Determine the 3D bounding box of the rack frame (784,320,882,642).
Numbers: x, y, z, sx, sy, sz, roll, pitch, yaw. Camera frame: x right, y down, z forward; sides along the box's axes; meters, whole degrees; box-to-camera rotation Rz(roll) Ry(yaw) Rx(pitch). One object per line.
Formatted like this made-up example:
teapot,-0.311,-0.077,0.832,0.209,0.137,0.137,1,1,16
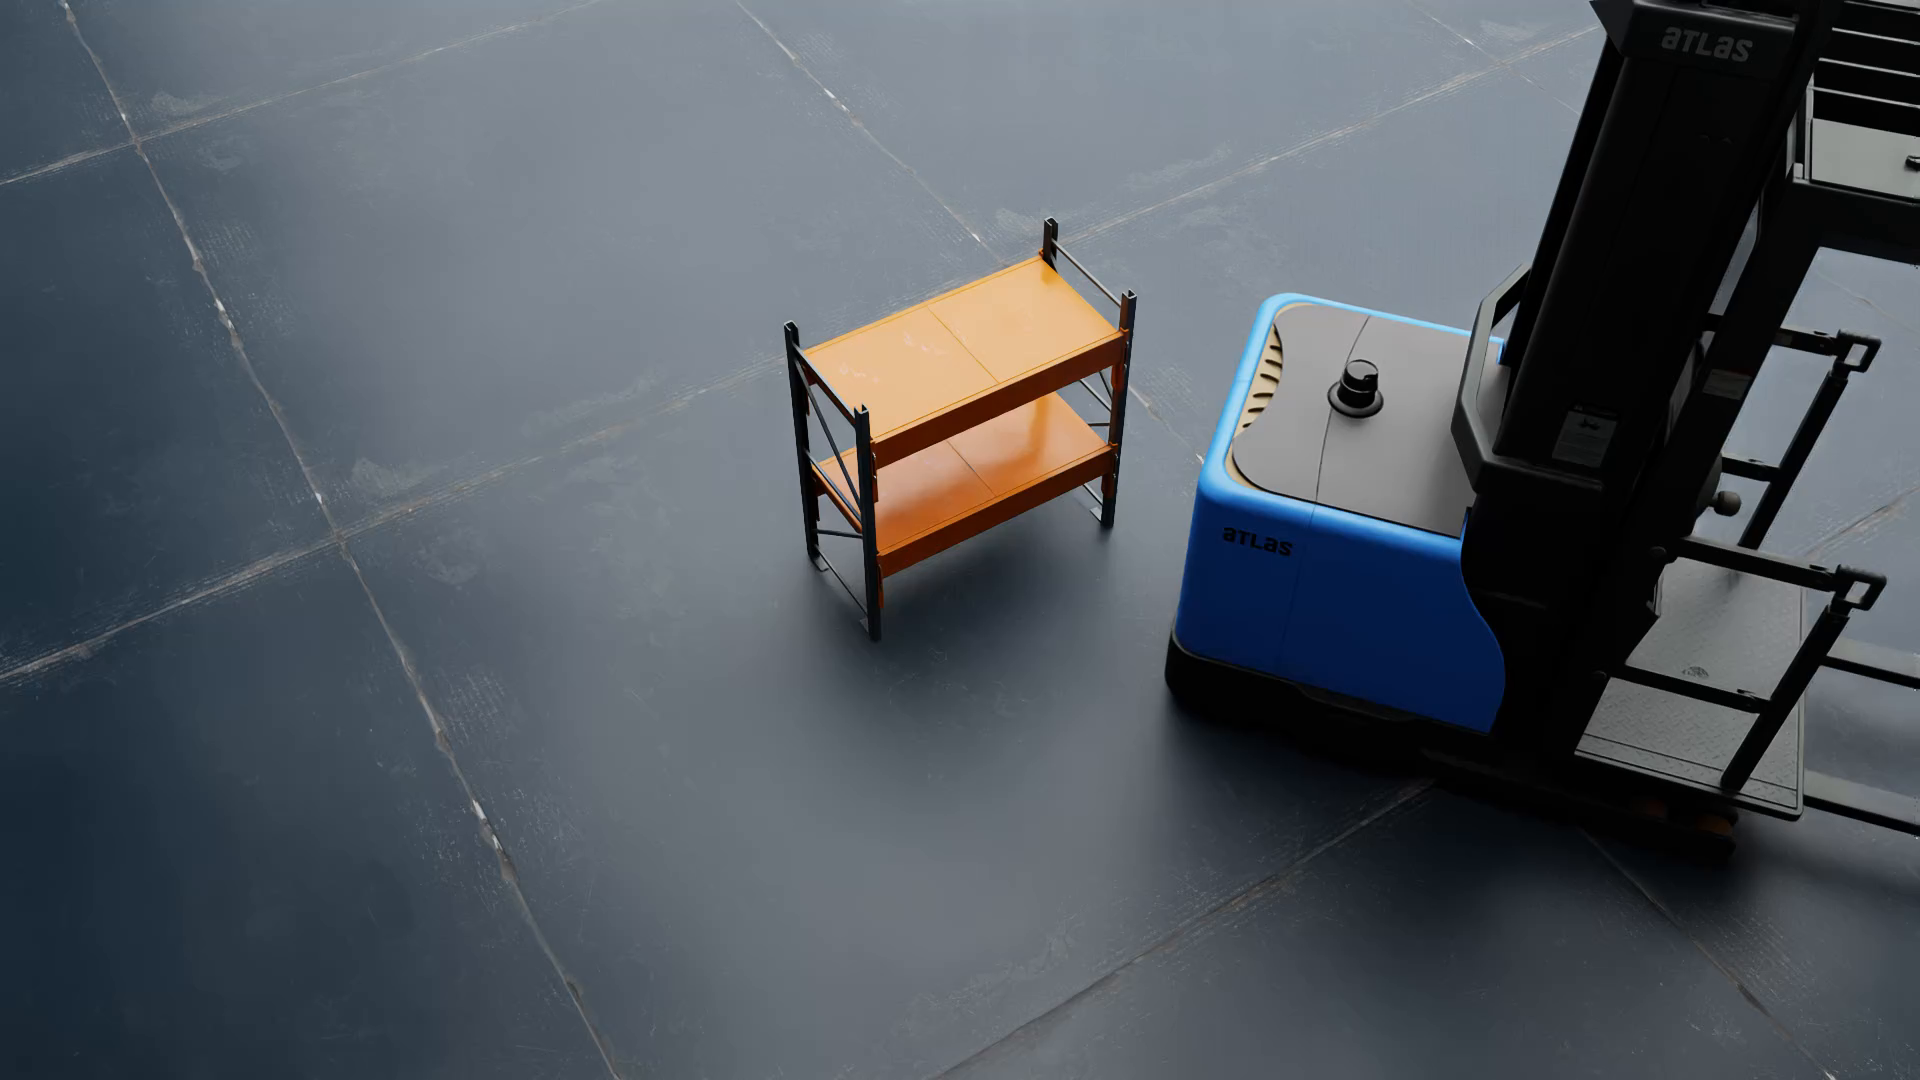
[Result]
rack frame,-0.424,-0.174,5.652,0.032,1.125,0.500,-25,53,-21

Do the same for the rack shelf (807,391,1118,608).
rack shelf,0.006,-0.214,6.015,1.000,0.278,0.538,-25,53,-21

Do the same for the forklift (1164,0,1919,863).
forklift,2.279,-0.399,4.643,3.031,2.935,1.130,15,50,13

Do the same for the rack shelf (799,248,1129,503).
rack shelf,0.006,-0.571,5.614,1.000,0.278,0.538,-25,53,-21

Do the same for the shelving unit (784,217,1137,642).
shelving unit,0.006,-0.377,5.832,1.048,1.125,0.538,-25,53,-21

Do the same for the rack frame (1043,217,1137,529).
rack frame,0.436,-0.579,6.013,0.032,1.125,0.500,-25,53,-21
